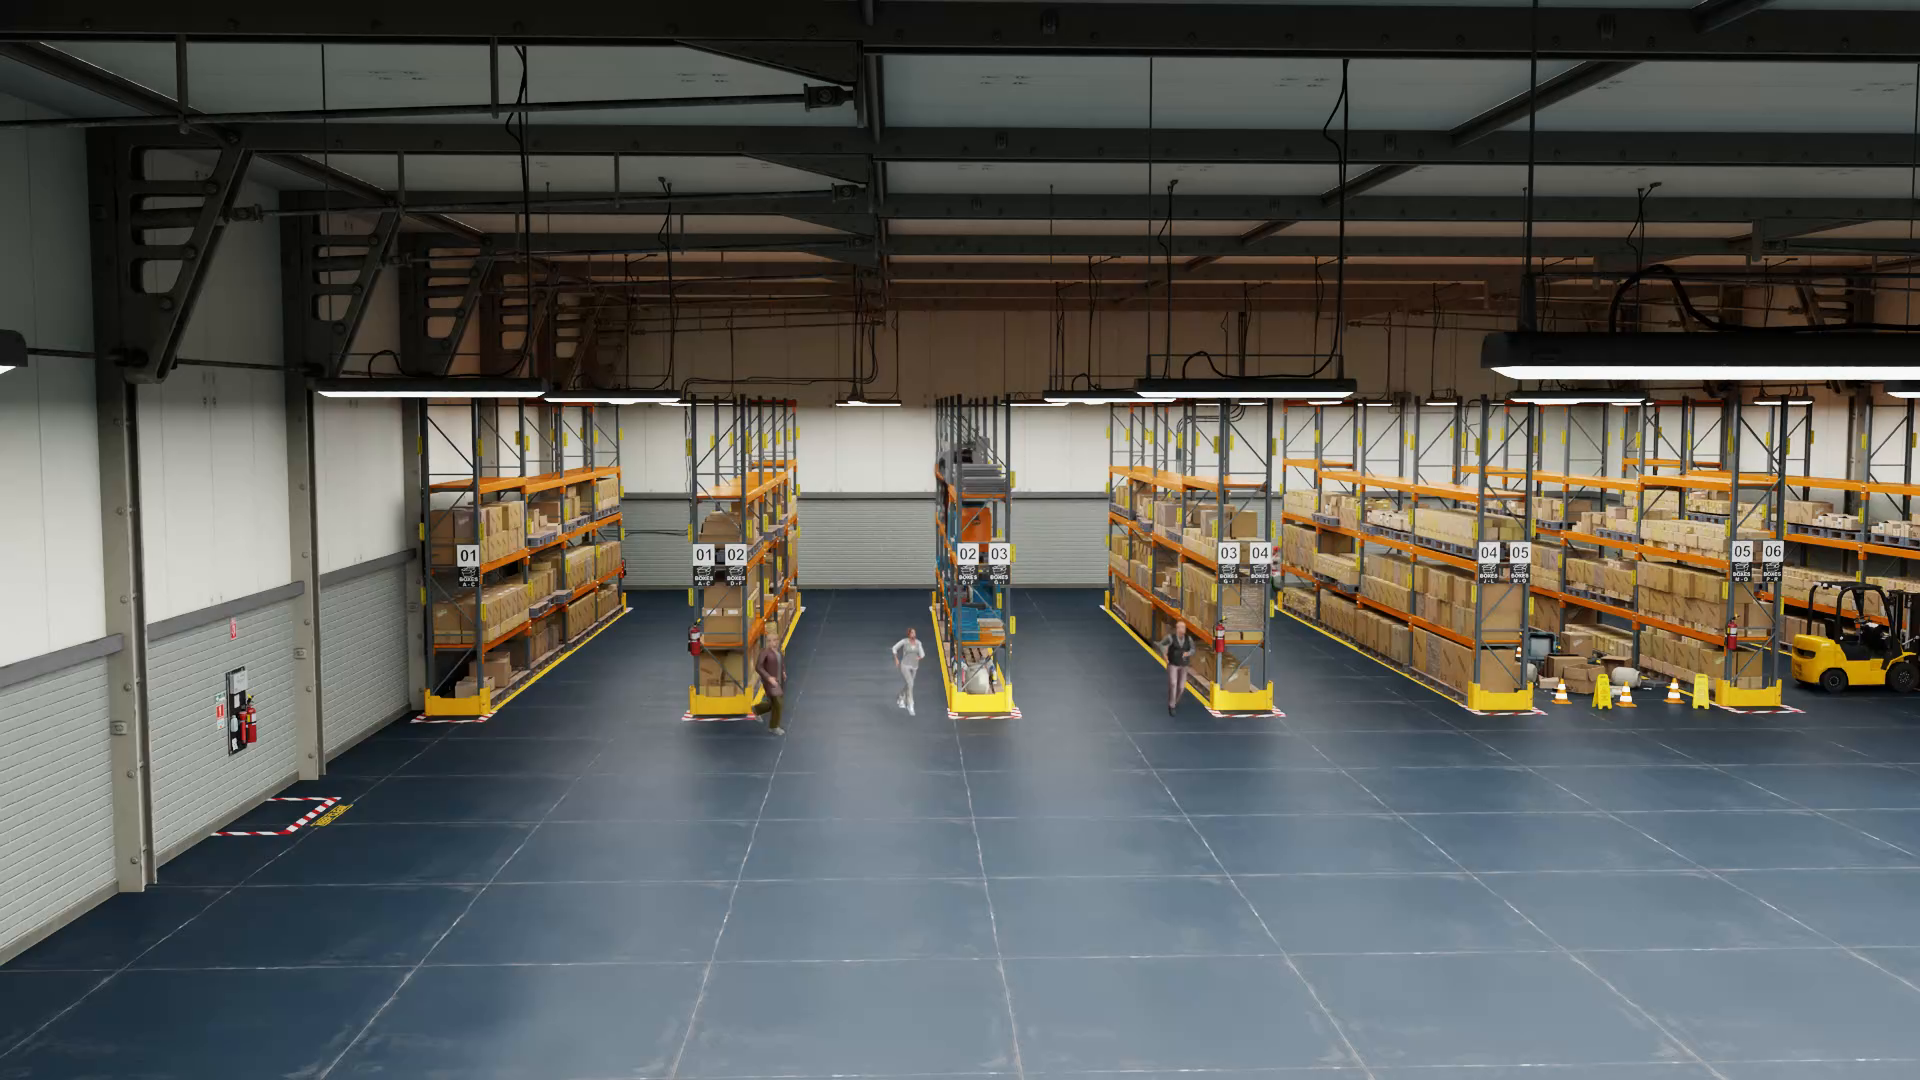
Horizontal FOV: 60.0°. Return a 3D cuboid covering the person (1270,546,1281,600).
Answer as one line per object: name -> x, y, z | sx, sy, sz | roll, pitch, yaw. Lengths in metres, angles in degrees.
person -> 9.098, 0.994, 49.100 | 0.953, 1.705, 0.842 | 1, 5, 13

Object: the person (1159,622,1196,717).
person -> 4.136, 2.398, 31.362 | 0.661, 1.727, 0.956 | -1, 5, -12

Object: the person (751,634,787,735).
person -> -3.387, 2.535, 29.474 | 0.765, 1.773, 0.724 | 3, 5, 31

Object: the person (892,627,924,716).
person -> -0.948, 2.445, 31.442 | 0.534, 1.625, 0.764 | -3, 5, -33
